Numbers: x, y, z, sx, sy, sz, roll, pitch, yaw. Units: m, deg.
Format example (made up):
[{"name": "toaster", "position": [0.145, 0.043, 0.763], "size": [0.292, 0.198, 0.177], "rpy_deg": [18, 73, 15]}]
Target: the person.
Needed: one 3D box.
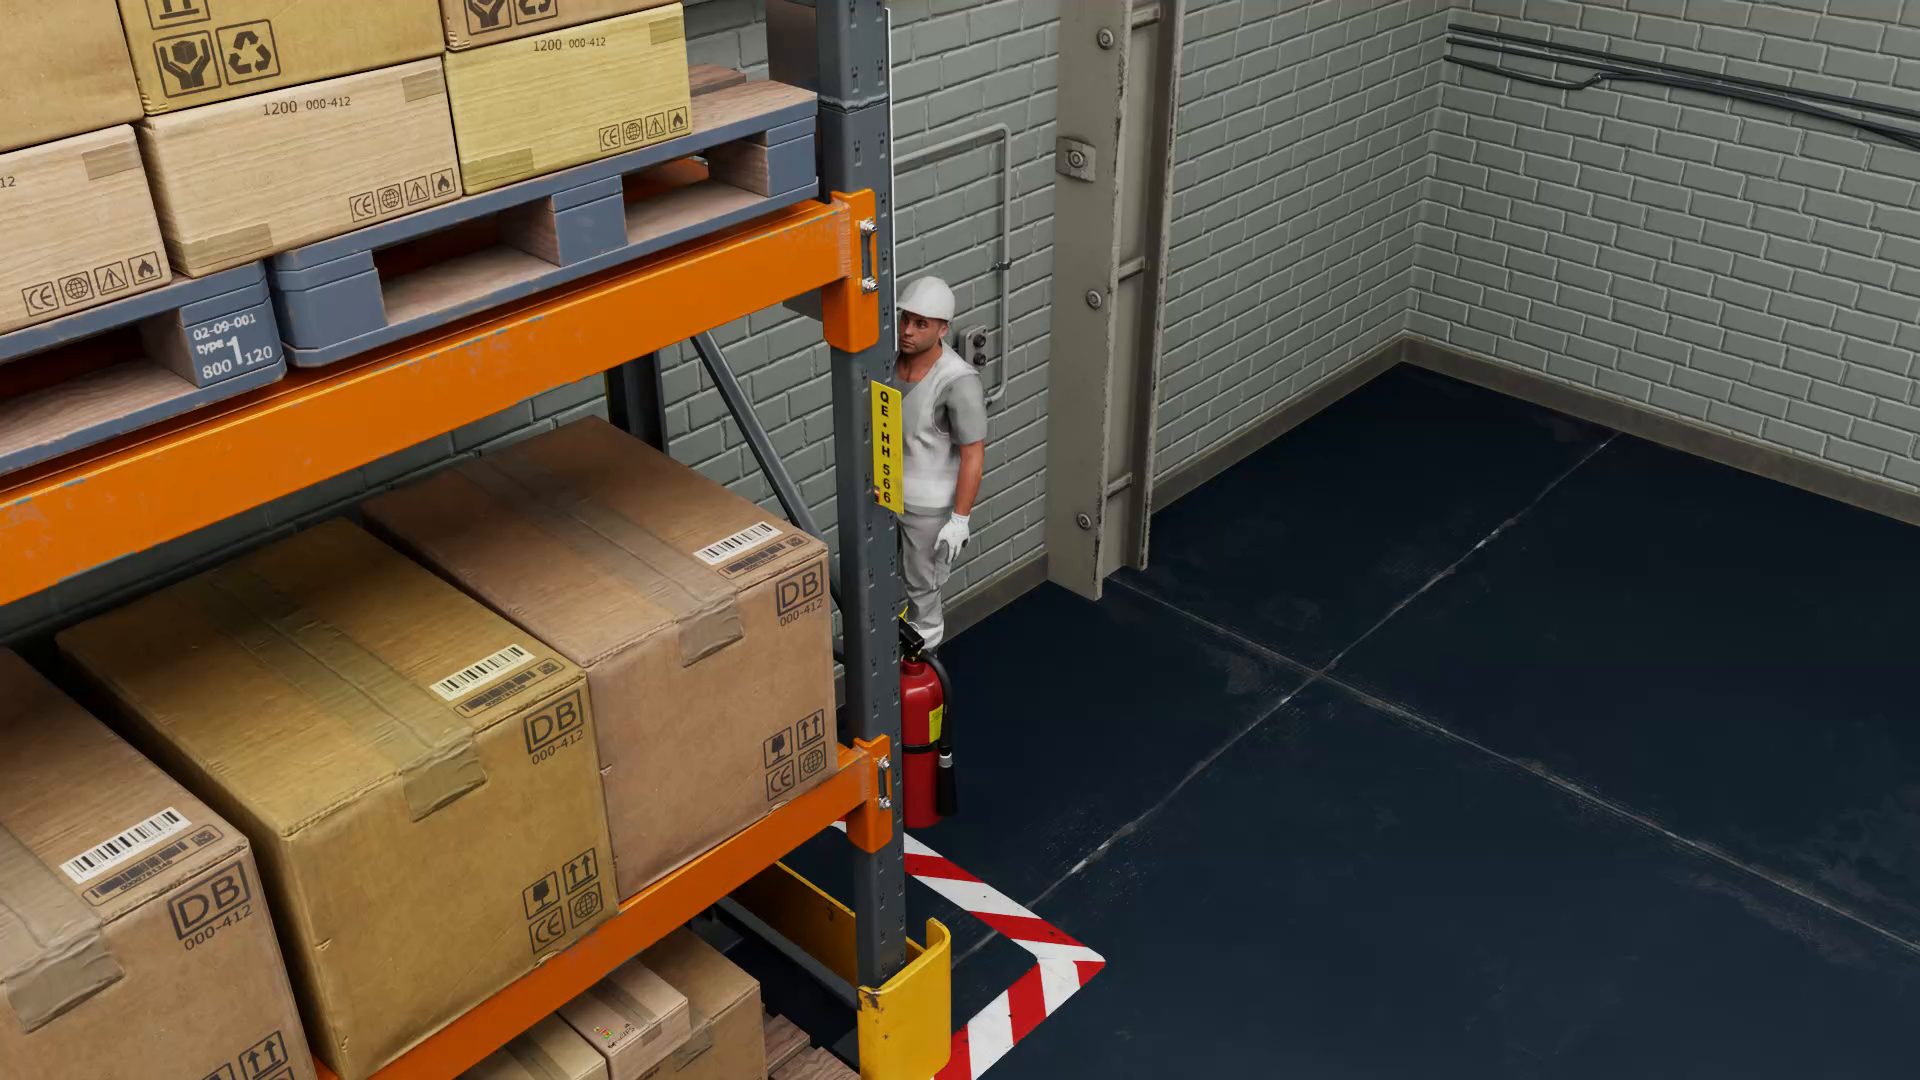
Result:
[{"name": "person", "position": [-0.244, -0.133, 6.312], "size": [0.637, 1.790, 0.562], "rpy_deg": [26, 39, 36]}]
